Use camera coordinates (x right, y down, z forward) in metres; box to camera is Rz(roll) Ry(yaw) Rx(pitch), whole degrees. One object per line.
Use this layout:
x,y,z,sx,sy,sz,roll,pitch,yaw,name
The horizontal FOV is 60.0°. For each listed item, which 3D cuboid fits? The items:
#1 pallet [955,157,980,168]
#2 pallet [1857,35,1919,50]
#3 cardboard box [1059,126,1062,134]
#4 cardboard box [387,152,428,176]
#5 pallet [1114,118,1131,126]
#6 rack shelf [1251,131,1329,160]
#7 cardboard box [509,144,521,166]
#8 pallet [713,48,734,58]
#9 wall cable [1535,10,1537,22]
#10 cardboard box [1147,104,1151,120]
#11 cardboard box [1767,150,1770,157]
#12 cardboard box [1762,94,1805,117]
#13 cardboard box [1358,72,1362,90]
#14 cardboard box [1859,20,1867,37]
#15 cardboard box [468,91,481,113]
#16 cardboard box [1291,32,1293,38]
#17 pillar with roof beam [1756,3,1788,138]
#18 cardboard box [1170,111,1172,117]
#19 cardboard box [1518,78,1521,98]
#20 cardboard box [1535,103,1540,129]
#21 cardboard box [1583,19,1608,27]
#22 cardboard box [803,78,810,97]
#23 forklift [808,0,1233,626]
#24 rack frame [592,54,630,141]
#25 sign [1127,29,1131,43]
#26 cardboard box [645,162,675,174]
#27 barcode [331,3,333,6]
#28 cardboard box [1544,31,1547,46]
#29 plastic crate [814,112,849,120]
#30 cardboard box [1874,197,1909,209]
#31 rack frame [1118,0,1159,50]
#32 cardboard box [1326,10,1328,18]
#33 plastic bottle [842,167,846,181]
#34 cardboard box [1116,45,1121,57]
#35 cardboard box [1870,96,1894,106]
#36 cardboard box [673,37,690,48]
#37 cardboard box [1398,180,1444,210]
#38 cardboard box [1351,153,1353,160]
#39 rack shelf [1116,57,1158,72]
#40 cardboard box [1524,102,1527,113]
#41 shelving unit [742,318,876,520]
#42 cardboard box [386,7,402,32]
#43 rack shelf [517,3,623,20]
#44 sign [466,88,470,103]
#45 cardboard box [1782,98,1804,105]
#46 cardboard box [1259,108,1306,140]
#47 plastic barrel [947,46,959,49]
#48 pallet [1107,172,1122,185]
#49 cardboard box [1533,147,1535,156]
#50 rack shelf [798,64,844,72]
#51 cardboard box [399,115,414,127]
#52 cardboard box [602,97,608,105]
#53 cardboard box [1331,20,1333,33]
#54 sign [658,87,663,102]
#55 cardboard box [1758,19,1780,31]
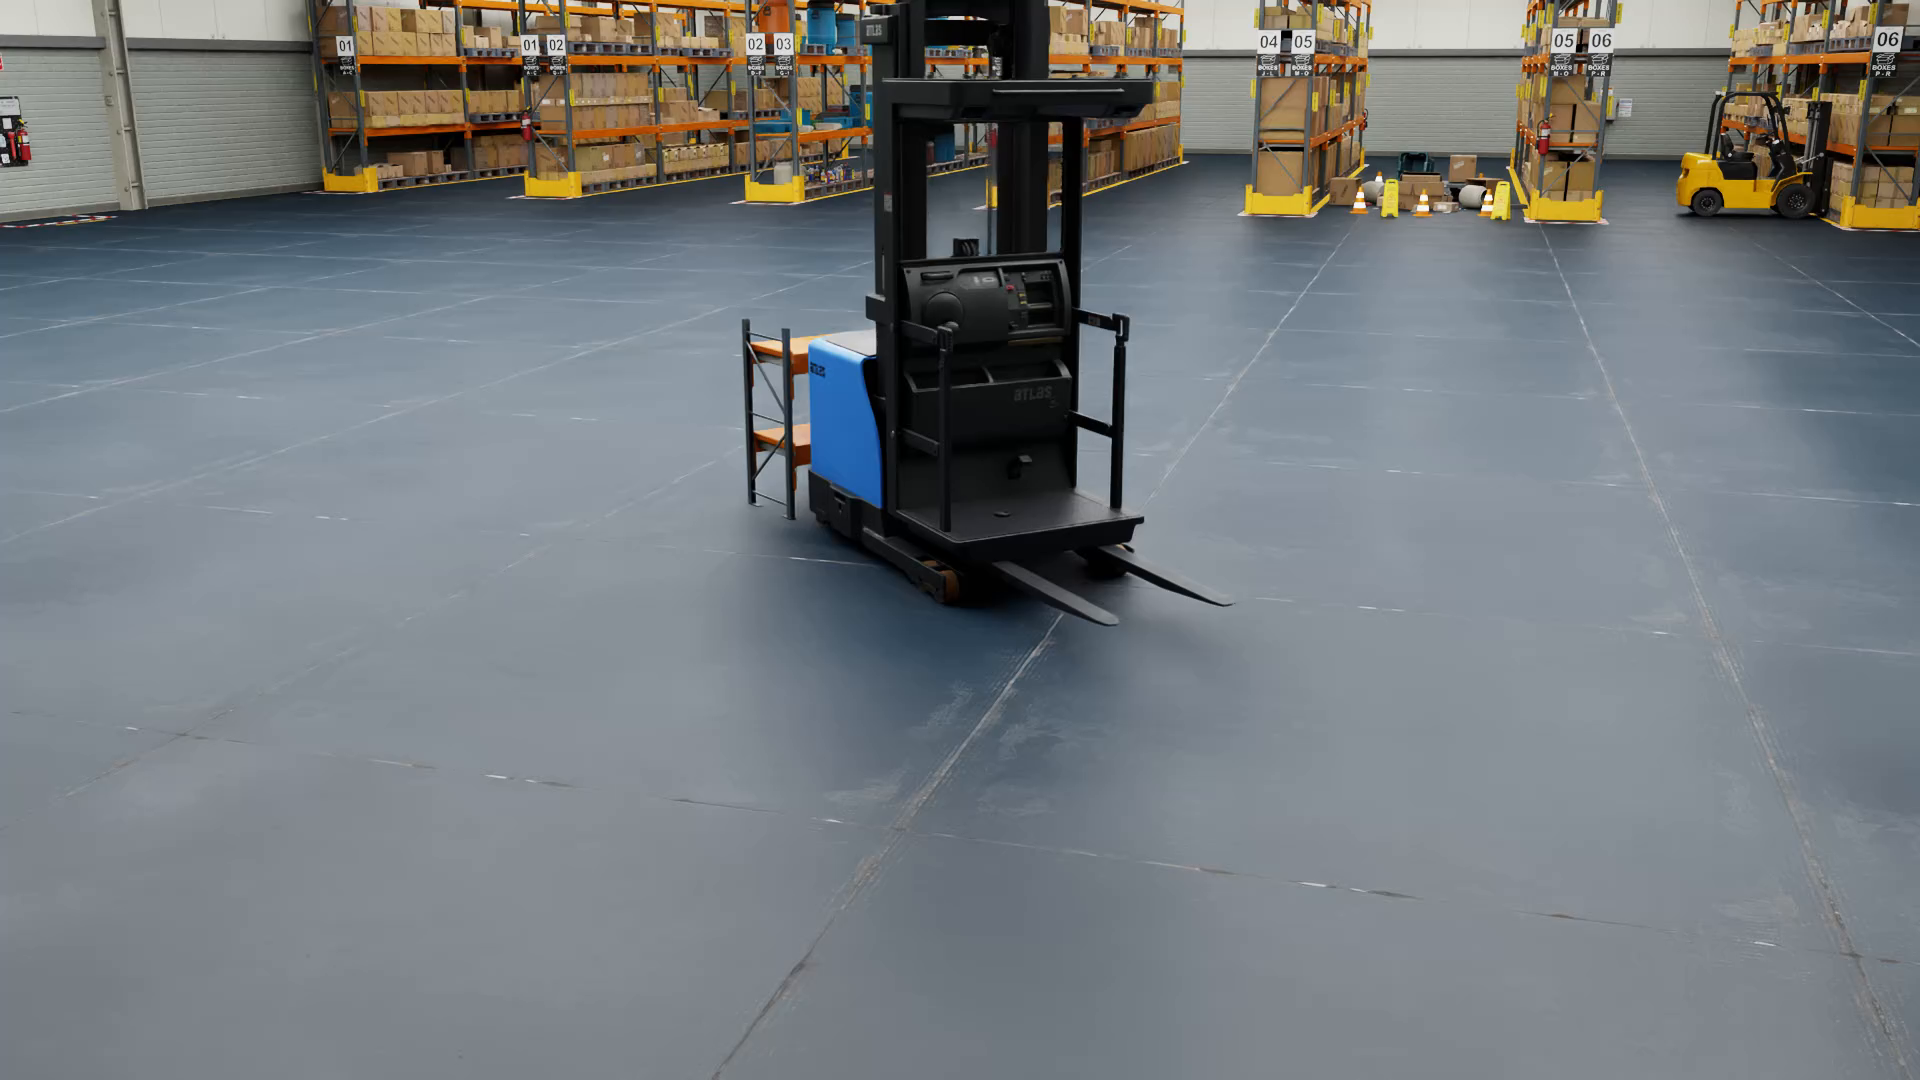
-0.091,-10.195,44.887,1.003,0.211,1.213,5,16,16,pallet
15.563,-8.249,27.580,1.003,0.211,1.213,5,16,16,pallet
1.904,-8.138,32.984,0.380,0.149,0.250,5,16,16,cardboard box
-12.471,-8.490,37.541,0.700,0.500,0.500,4,16,12,cardboard box
3.248,-9.624,38.114,1.213,0.211,1.003,5,16,16,pallet
6.370,-7.584,31.889,1.077,0.370,4.000,5,16,16,rack shelf
-11.425,-9.622,41.530,0.700,0.500,0.500,5,16,16,cardboard box
-6.255,-11.848,40.452,1.213,0.211,1.003,5,17,18,pallet
16.470,-15.631,47.949,0.463,3.000,0.029,5,16,16,wall cable
4.467,-10.733,41.489,0.500,0.500,0.500,5,17,18,cardboard box
17.556,-8.293,35.691,0.380,0.149,0.250,4,16,13,cardboard box
17.897,-9.451,36.196,0.797,0.503,0.637,4,16,15,cardboard box
9.880,-11.584,42.112,0.500,0.500,0.500,5,17,17,cardboard box
15.353,-8.601,27.951,0.396,0.266,0.258,5,16,16,cardboard box
-11.858,-10.407,39.534,0.700,0.500,0.500,5,16,16,cardboard box
6.149,-9.623,31.771,0.380,0.149,0.250,5,16,16,cardboard box
17.387,-14.707,44.689,9.100,9.000,0.400,5,16,16,pillar with roof beam
5.475,-11.429,44.587,0.380,0.149,0.250,5,16,16,cardboard box
14.714,-11.661,42.929,0.500,0.500,0.500,4,16,15,cardboard box
11.046,-7.930,31.062,0.500,0.500,0.500,4,16,15,cardboard box
10.873,-8.832,28.474,0.380,0.149,0.250,5,16,15,cardboard box
-4.461,-12.492,45.859,0.500,0.500,0.500,4,16,14,cardboard box
0.245,-1.235,8.311,1.130,2.935,3.031,-8,18,-26,forklift
-9.762,-12.110,46.526,1.000,3.000,0.127,5,16,16,rack frame
3.868,-11.560,38.144,0.100,0.325,0.005,5,16,16,sign
-6.933,-8.599,38.419,0.500,0.250,0.500,4,16,15,cardboard box
-13.450,-11.456,35.608,0.001,0.075,0.075,5,16,16,barcode
10.892,-9.118,30.212,0.500,0.250,0.500,5,17,16,cardboard box
-2.807,-9.091,35.999,0.767,0.338,0.504,5,16,16,plastic crate
15.664,-5.658,28.049,0.500,0.250,0.500,5,16,16,cardboard box
4.486,-13.843,41.645,1.000,3.000,0.127,5,16,16,rack frame
6.709,-9.891,31.255,0.380,0.149,0.250,5,17,17,cardboard box
-2.504,-7.866,35.738,0.061,0.283,0.133,6,17,20,plastic bottle
3.321,-11.007,37.418,0.500,0.250,0.500,5,16,16,cardboard box
15.237,-7.279,27.577,0.380,0.149,0.250,5,16,16,cardboard box
-6.683,-11.702,39.097,0.500,0.250,0.500,3,16,11,cardboard box
8.649,-6.504,31.339,0.797,0.503,0.637,-7,17,-23,cardboard box
9.622,-9.590,41.552,0.380,0.149,0.250,5,17,18,cardboard box
3.917,-11.531,40.308,1.077,0.370,4.000,5,16,16,rack shelf
13.160,-9.863,37.964,0.500,0.250,0.500,4,16,14,cardboard box
-0.721,-0.797,10.079,1.048,1.125,0.538,-12,20,-35,shelving unit
-12.504,-11.296,36.109,0.500,0.500,0.500,5,17,17,cardboard box
-10.330,-13.934,44.016,1.077,0.370,4.000,5,16,16,rack shelf
-11.513,-10.393,38.888,0.100,0.325,0.005,5,16,16,sign
17.237,-9.058,34.395,0.380,0.149,0.250,5,17,18,cardboard box
5.864,-7.580,30.280,0.875,0.550,0.550,5,16,16,cardboard box
-0.328,-12.823,42.428,0.600,0.588,0.600,0,16,0,plastic barrel
3.125,-8.365,38.434,1.003,0.211,1.213,5,16,16,pallet
11.050,-7.352,31.458,0.380,0.149,0.250,5,17,18,cardboard box
-4.443,-13.347,46.709,1.077,0.370,4.000,5,16,16,rack shelf
-12.445,-9.280,36.790,0.500,0.250,0.500,4,16,15,cardboard box
-7.739,-9.370,35.496,0.380,0.149,0.250,4,16,15,cardboard box
7.045,-10.069,32.611,0.500,0.250,0.500,4,16,15,cardboard box
-6.752,-10.045,37.517,0.100,0.325,0.005,5,16,16,sign
18.327,-11.668,37.675,0.396,0.266,0.258,4,16,15,cardboard box
